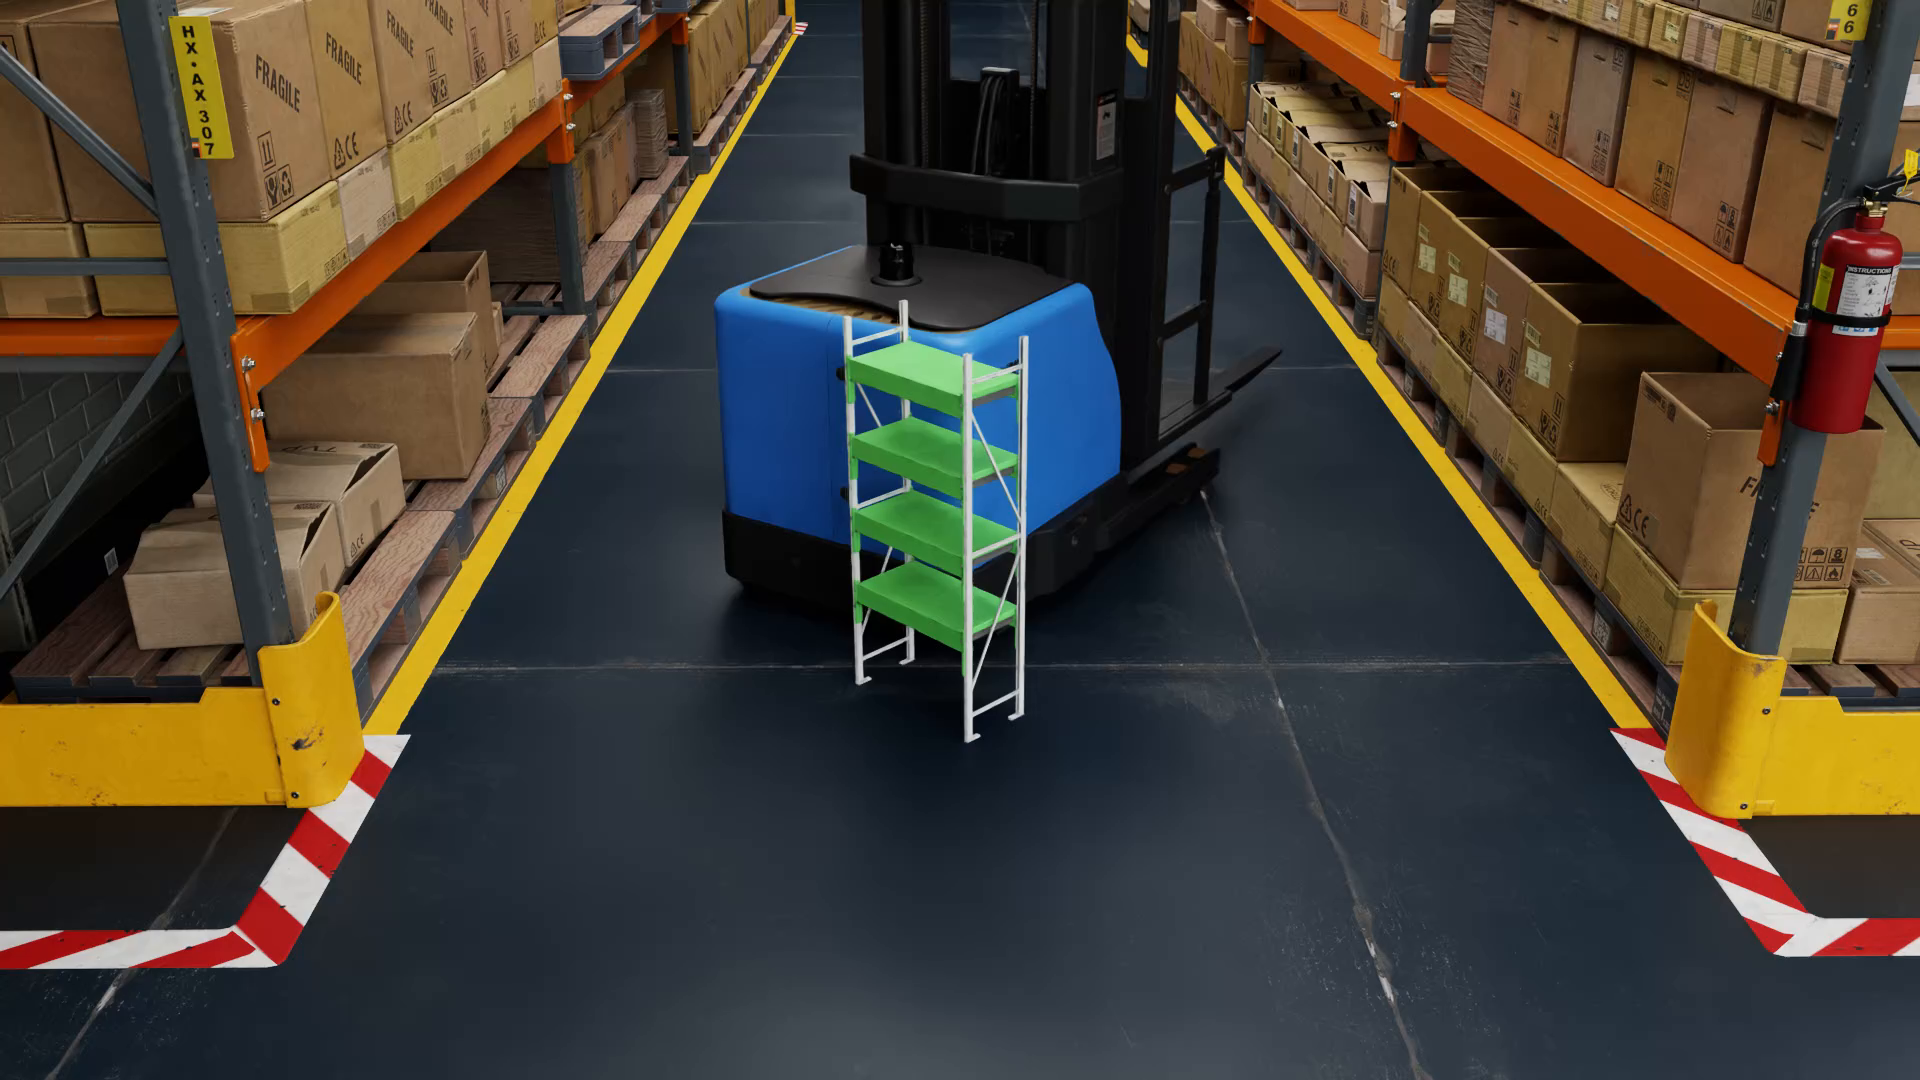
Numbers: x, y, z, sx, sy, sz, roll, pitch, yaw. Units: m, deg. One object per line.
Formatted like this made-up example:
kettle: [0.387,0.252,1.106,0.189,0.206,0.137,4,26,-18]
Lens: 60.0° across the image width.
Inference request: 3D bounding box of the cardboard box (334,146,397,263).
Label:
cardboard box: [-2.033,-1.019,5.022,0.500,0.250,0.500,-1,24,-2]

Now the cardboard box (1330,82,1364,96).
cardboard box: [2.793,-2.962,11.305,0.500,0.311,0.500,0,24,1]

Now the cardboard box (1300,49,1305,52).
cardboard box: [2.810,-3.655,13.191,0.500,0.500,0.500,-1,24,-1]

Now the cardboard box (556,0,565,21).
cardboard box: [-2.340,-2.766,8.071,0.700,0.500,0.500,0,24,0]

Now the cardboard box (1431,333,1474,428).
cardboard box: [2.287,-0.668,6.915,0.500,0.250,0.500,0,24,-1]

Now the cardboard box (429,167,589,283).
cardboard box: [-2.394,-1.675,8.813,0.700,0.500,0.500,1,24,1]

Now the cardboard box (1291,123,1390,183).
cardboard box: [2.276,-2.321,9.888,0.500,0.311,0.500,-1,24,-1]

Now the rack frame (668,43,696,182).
rack frame: [-2.413,-3.959,11.363,1.000,3.000,0.127,0,24,-1]

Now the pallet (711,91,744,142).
pallet: [-2.356,-3.515,13.765,1.003,0.211,1.213,0,24,-1]

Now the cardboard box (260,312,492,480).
cardboard box: [-2.207,-0.547,6.318,0.700,0.500,0.500,-2,24,-4]

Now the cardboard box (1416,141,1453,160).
cardboard box: [2.822,-2.119,9.442,0.500,0.311,0.500,-1,24,-2]

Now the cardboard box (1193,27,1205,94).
cardboard box: [2.274,-4.066,14.100,0.500,0.500,0.500,0,24,0]

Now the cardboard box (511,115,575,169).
cardboard box: [-2.402,-2.198,9.060,0.500,0.250,0.500,-1,24,-2]

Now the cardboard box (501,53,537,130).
cardboard box: [-2.064,-1.852,6.863,0.500,0.250,0.500,0,24,0]

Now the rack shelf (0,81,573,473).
rack shelf: [-2.347,-1.159,6.045,1.077,0.370,4.000,0,24,-1]

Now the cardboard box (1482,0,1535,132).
cardboard box: [2.608,-1.980,6.866,0.700,0.500,0.500,-1,24,-1]

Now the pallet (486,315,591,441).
pallet: [-2.326,-0.763,7.682,1.003,0.211,1.213,0,24,-1]

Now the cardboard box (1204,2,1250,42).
cardboard box: [2.276,-4.215,13.519,0.500,0.250,0.500,-1,24,-2]

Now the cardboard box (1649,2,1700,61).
cardboard box: [2.422,-1.609,5.259,0.380,0.149,0.250,0,24,1]

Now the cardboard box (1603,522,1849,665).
cardboard box: [2.327,0.156,5.093,0.500,0.250,0.500,0,24,-1]

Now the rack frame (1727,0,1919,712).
rack frame: [2.628,-0.686,4.127,1.000,3.000,0.127,0,24,-1]

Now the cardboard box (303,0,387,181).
cardboard box: [-2.025,-1.346,4.835,0.500,0.500,0.500,0,24,0]

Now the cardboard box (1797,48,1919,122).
cardboard box: [2.433,-1.184,4.319,0.380,0.149,0.250,-1,24,-1]

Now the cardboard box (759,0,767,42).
cardboard box: [-2.367,-5.387,17.044,0.700,0.500,0.500,0,24,1]

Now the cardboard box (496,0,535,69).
cardboard box: [-2.043,-2.194,6.708,0.500,0.500,0.500,0,24,-1]

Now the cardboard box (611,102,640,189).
cardboard box: [-2.463,-2.511,10.661,0.700,0.500,0.500,0,24,-1]

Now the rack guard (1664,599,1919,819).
rack guard: [2.628,0.463,4.620,1.175,0.500,0.348,0,24,-1]

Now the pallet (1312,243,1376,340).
pallet: [2.537,-1.367,9.017,1.003,0.211,1.213,0,24,-1]

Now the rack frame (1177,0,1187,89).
rack frame: [2.497,-5.631,15.060,1.000,3.000,0.127,0,24,-1]

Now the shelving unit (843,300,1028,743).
shelving unit: [-0.071,-0.053,4.909,0.258,1.200,0.503,-22,33,-39]

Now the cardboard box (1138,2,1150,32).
cardboard box: [2.187,-5.589,17.771,0.500,0.250,0.500,0,24,-1]

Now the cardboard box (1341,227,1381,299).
cardboard box: [2.290,-1.442,8.626,0.500,0.250,0.500,0,24,-1]

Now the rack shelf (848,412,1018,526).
rack shelf: [-0.071,-0.213,4.836,0.258,0.148,0.480,-22,33,-39]

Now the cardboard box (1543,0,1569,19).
cardboard box: [2.412,-2.033,6.196,0.380,0.149,0.250,-1,24,-2]

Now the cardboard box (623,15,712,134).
cardboard box: [-2.289,-3.474,12.391,0.750,0.750,0.750,-1,24,-1]

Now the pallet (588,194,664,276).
pallet: [-2.395,-1.865,10.117,1.003,0.211,1.213,0,24,-1]

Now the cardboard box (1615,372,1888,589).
cardboard box: [2.325,-0.186,4.938,0.500,0.500,0.500,0,24,-1]

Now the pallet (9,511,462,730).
pallet: [-2.300,0.242,5.459,1.003,0.211,1.213,0,24,-1]

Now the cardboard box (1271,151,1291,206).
cardboard box: [2.271,-2.283,10.484,0.500,0.250,0.500,-1,24,-2]

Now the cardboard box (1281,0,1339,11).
cardboard box: [2.357,-3.572,10.617,0.500,0.311,0.500,-1,24,-1]

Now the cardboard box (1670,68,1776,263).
cardboard box: [2.625,-1.140,5.010,0.700,0.500,0.500,0,24,1]

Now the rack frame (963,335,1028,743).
rack frame: [0.100,0.019,4.751,0.240,1.200,0.015,-22,33,-39]

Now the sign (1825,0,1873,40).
sign: [2.085,-1.325,3.847,0.100,0.325,0.005,0,24,-1]

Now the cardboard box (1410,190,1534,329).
cardboard box: [2.290,-1.216,7.216,0.500,0.500,0.500,0,24,-1]

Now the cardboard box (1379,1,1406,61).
cardboard box: [2.391,-2.634,8.598,0.396,0.266,0.258,-1,24,-2]

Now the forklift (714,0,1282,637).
forklift: [0.392,-1.567,6.157,1.130,2.935,3.031,15,28,29]

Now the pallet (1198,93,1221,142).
pallet: [2.560,-3.521,13.780,1.003,0.211,1.213,0,24,-1]
